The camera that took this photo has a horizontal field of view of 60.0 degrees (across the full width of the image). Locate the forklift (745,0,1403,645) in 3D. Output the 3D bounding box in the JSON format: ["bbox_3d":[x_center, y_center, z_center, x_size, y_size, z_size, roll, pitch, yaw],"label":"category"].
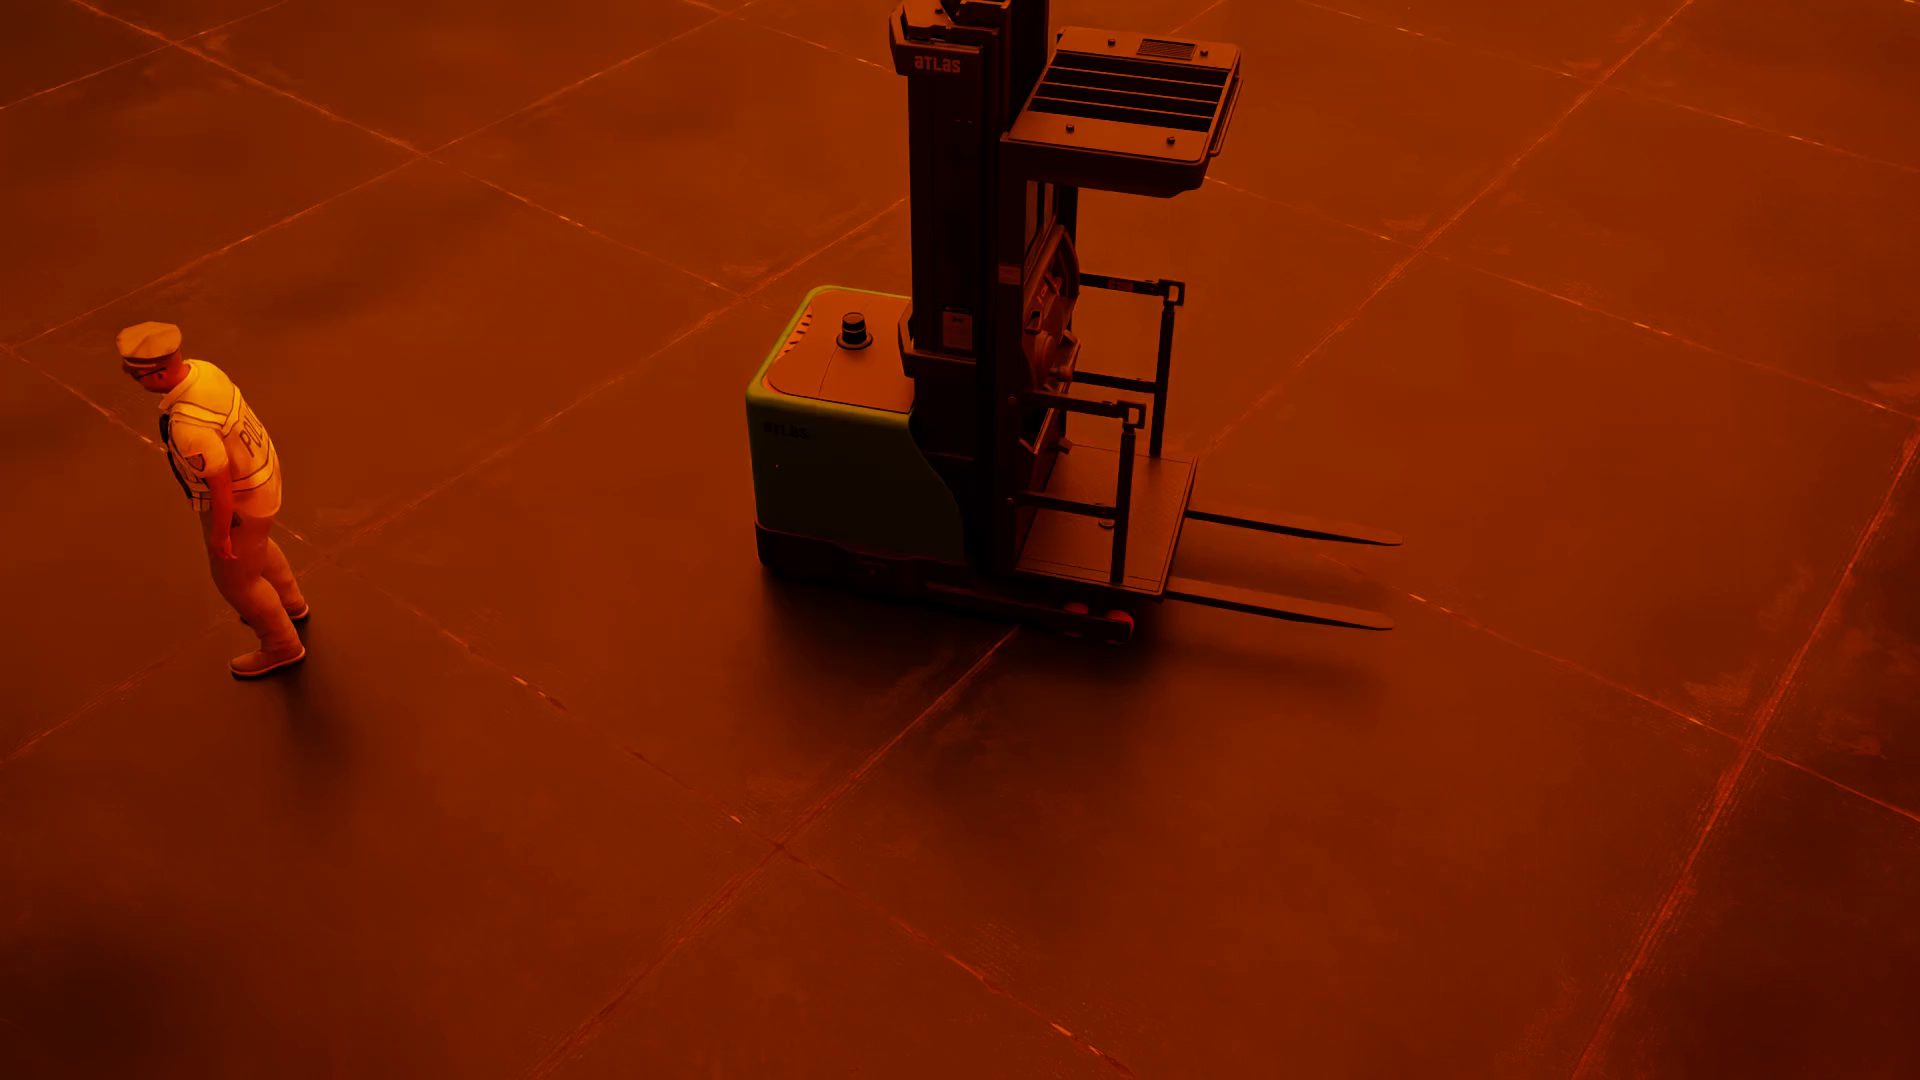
[{"bbox_3d":[0.587,-1.011,7.260,3.031,2.935,1.130,10,41,12],"label":"forklift"}]

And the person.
[{"bbox_3d":[-3.161,-0.188,7.206,0.442,1.746,0.592,-9,41,-11],"label":"person"}]
